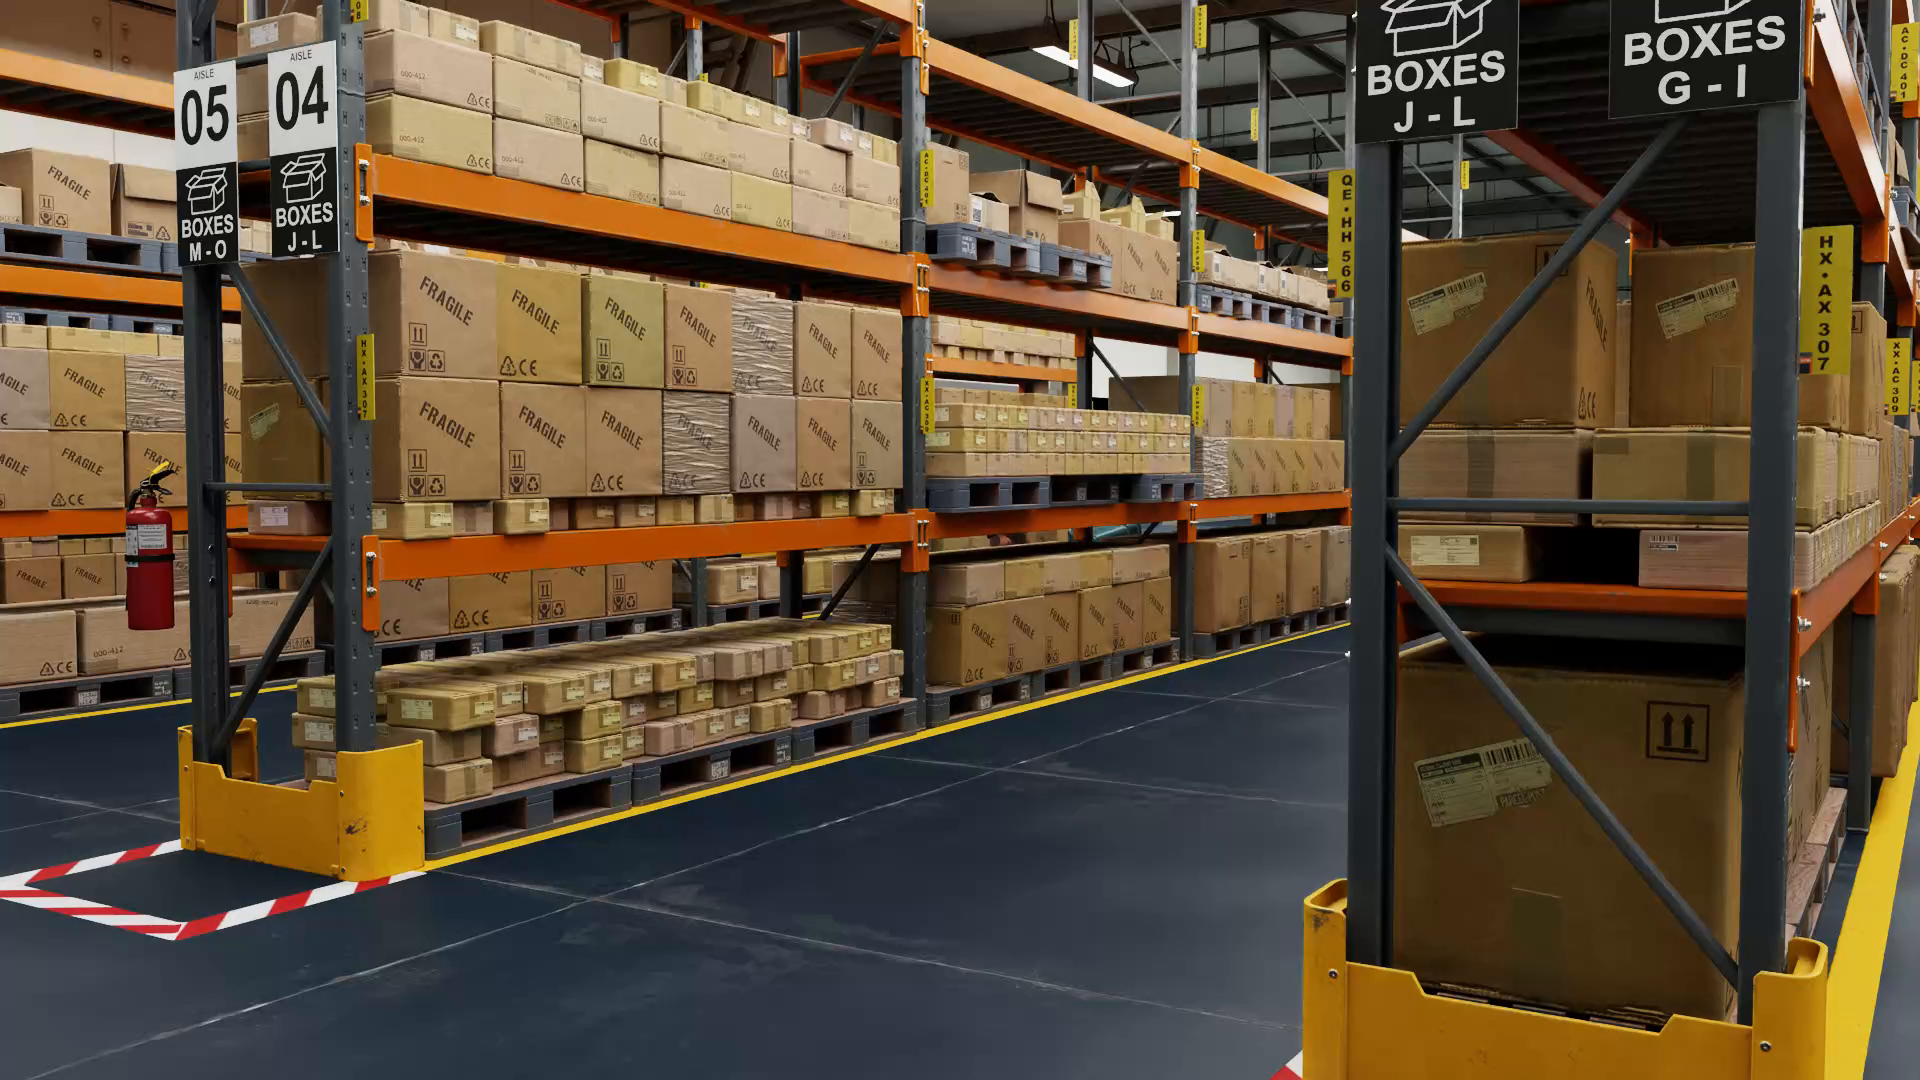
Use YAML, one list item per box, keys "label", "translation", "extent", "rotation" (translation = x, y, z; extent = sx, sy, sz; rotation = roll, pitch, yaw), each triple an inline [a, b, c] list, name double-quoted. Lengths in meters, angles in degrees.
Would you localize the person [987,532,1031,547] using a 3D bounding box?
- label: "person"
  translation: [0.471, -0.006, 15.735]
  extent: [0.419, 1.722, 0.594]
  rotation: [1, 3, 28]
